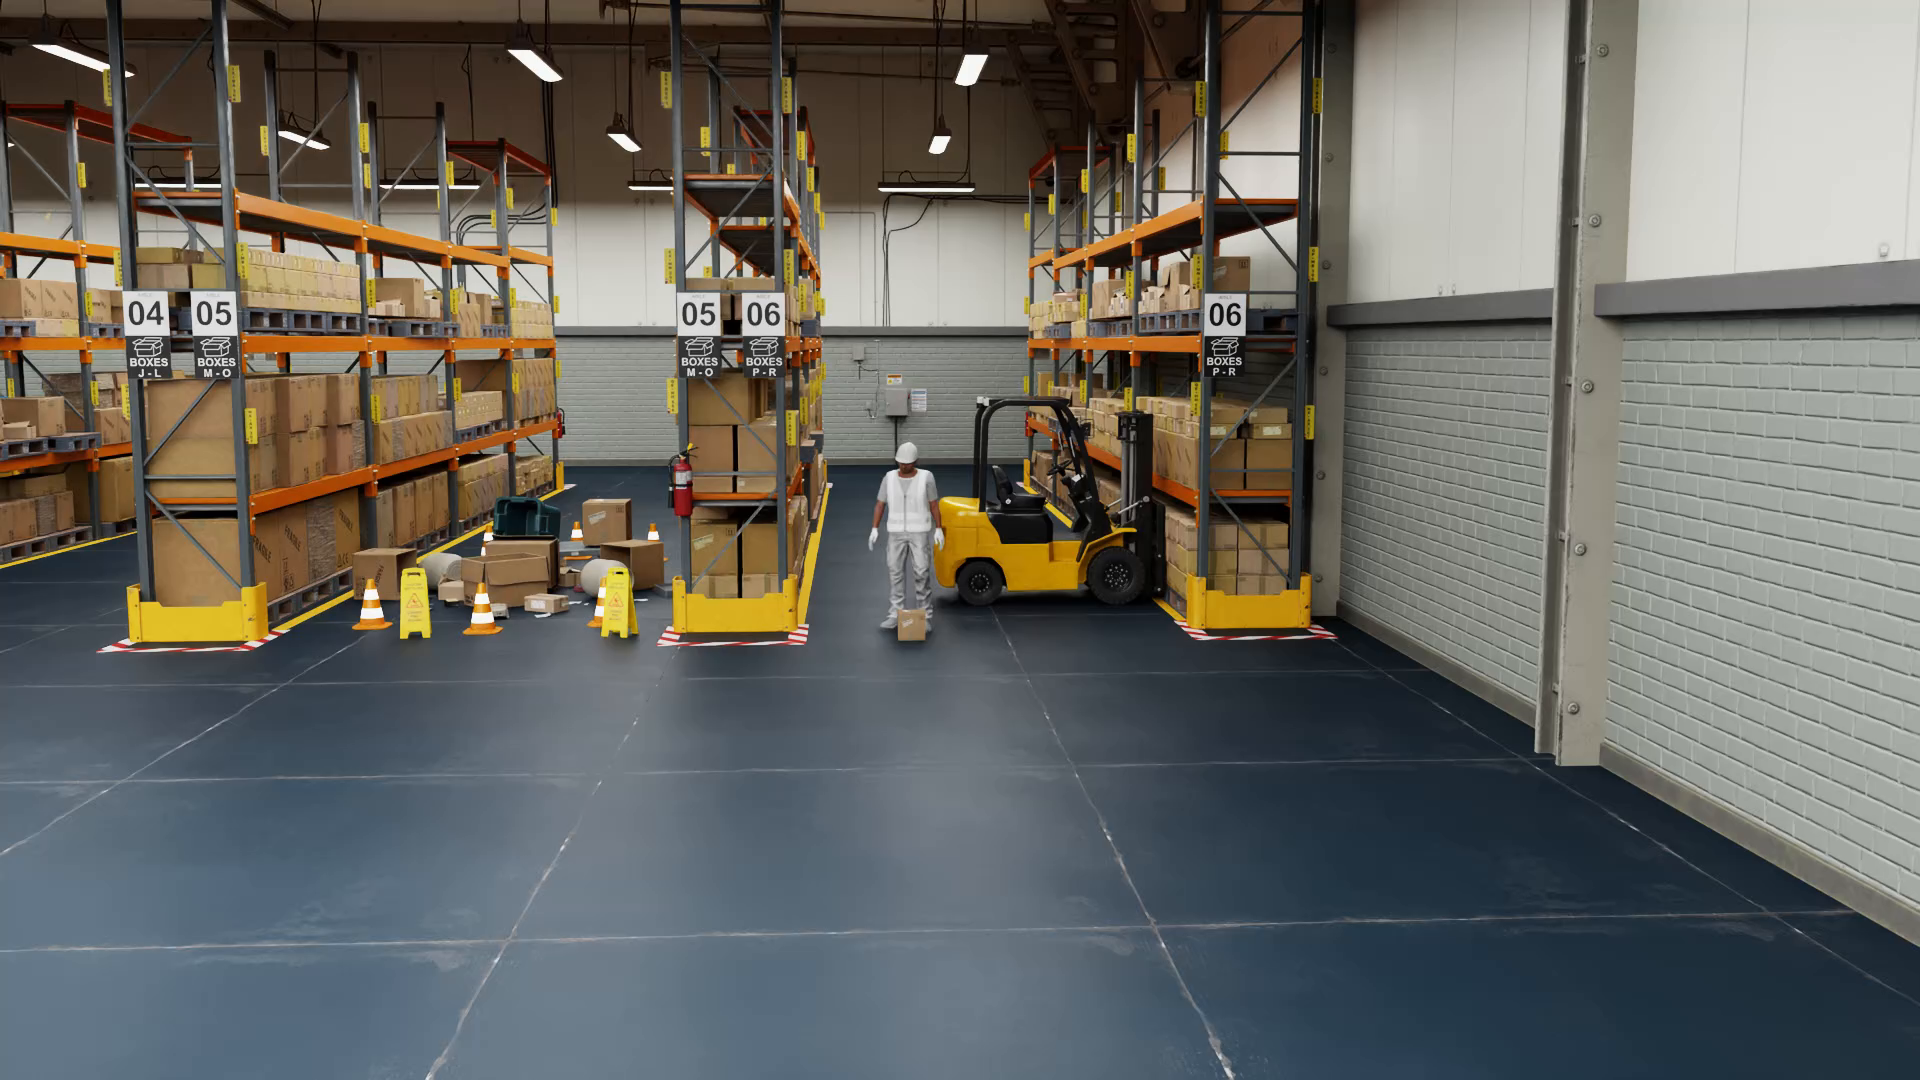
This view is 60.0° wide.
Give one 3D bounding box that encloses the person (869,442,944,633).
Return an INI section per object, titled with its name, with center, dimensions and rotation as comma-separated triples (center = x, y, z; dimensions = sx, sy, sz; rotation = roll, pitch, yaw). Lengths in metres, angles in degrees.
[person]
center = -0.521, -0.028, 15.861
dimensions = 0.697, 1.817, 0.393
rotation = 1, 7, 12
